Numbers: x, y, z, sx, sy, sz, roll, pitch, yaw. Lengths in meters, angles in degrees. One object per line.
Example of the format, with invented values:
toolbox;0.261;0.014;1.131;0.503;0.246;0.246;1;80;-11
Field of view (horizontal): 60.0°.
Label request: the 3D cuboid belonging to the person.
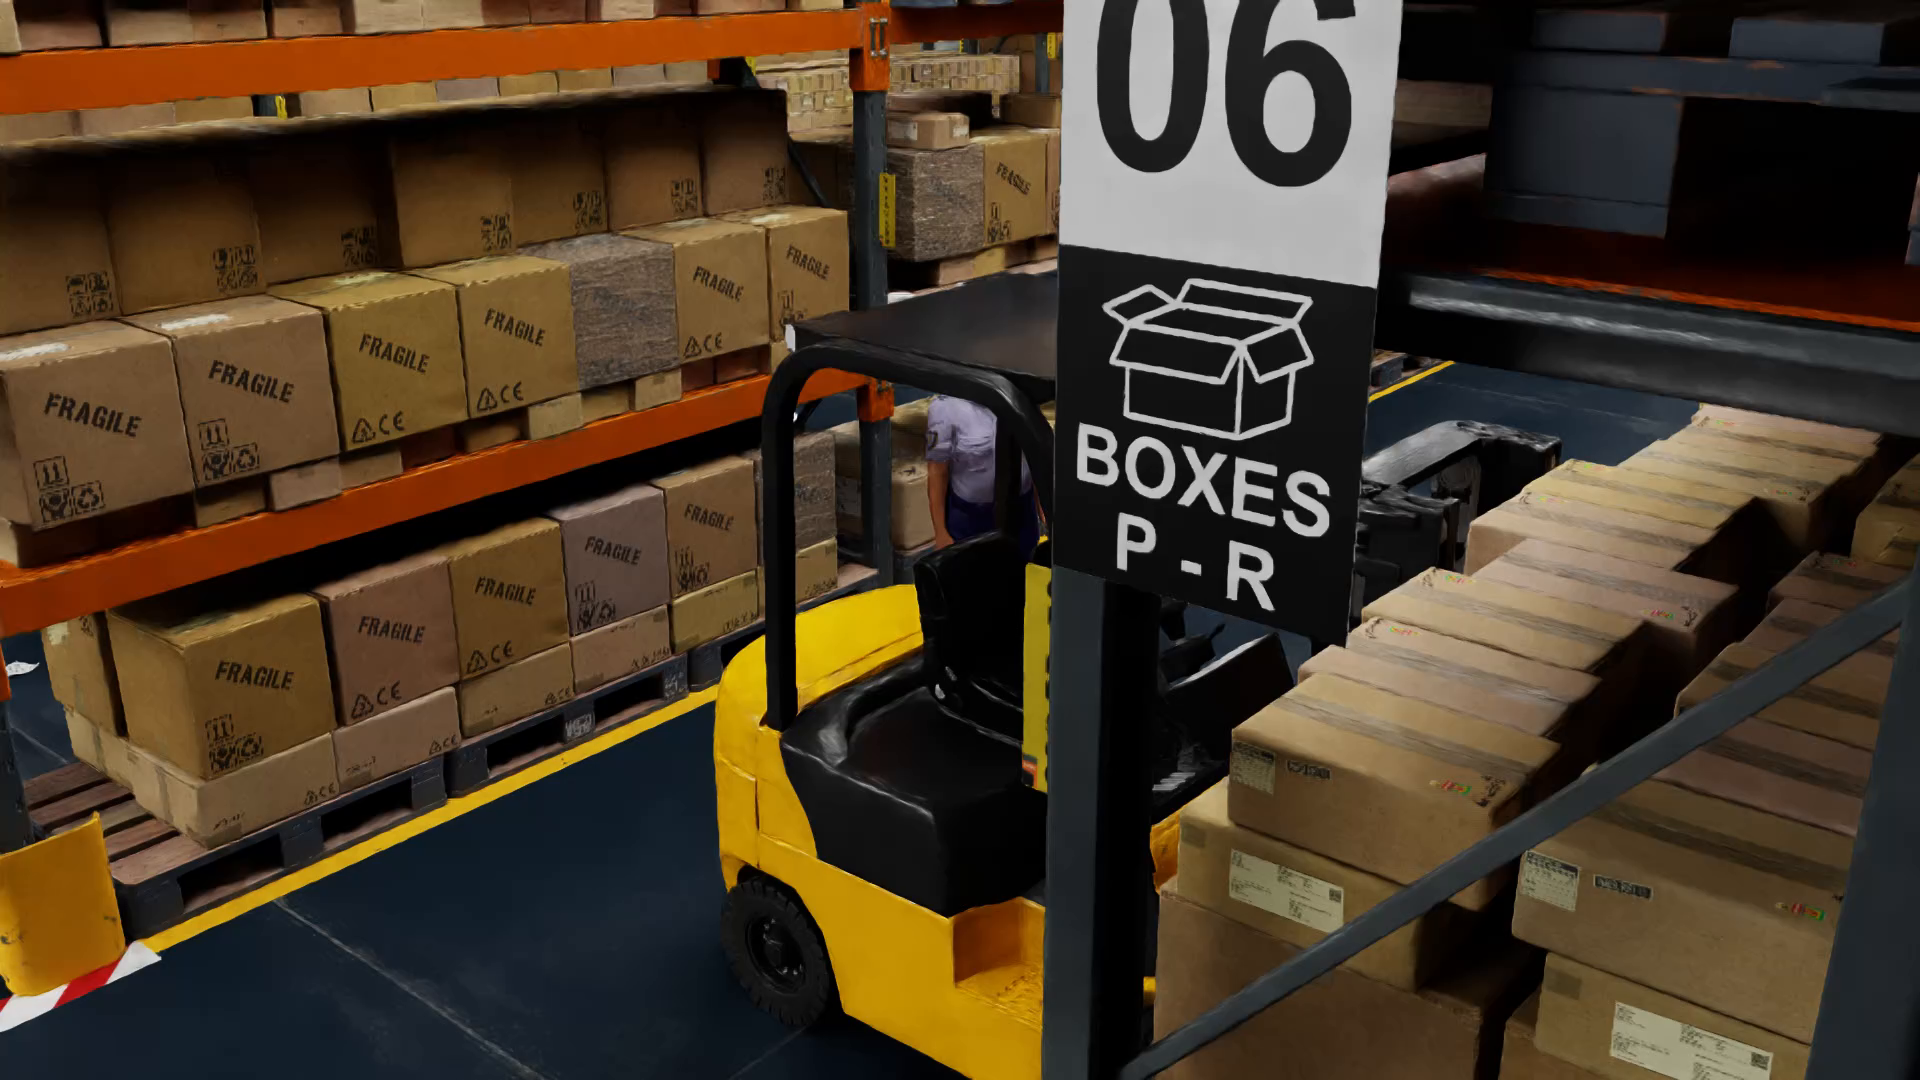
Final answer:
person;0.099;-0.065;6.793;0.600;1.656;0.376;-8;22;-21
